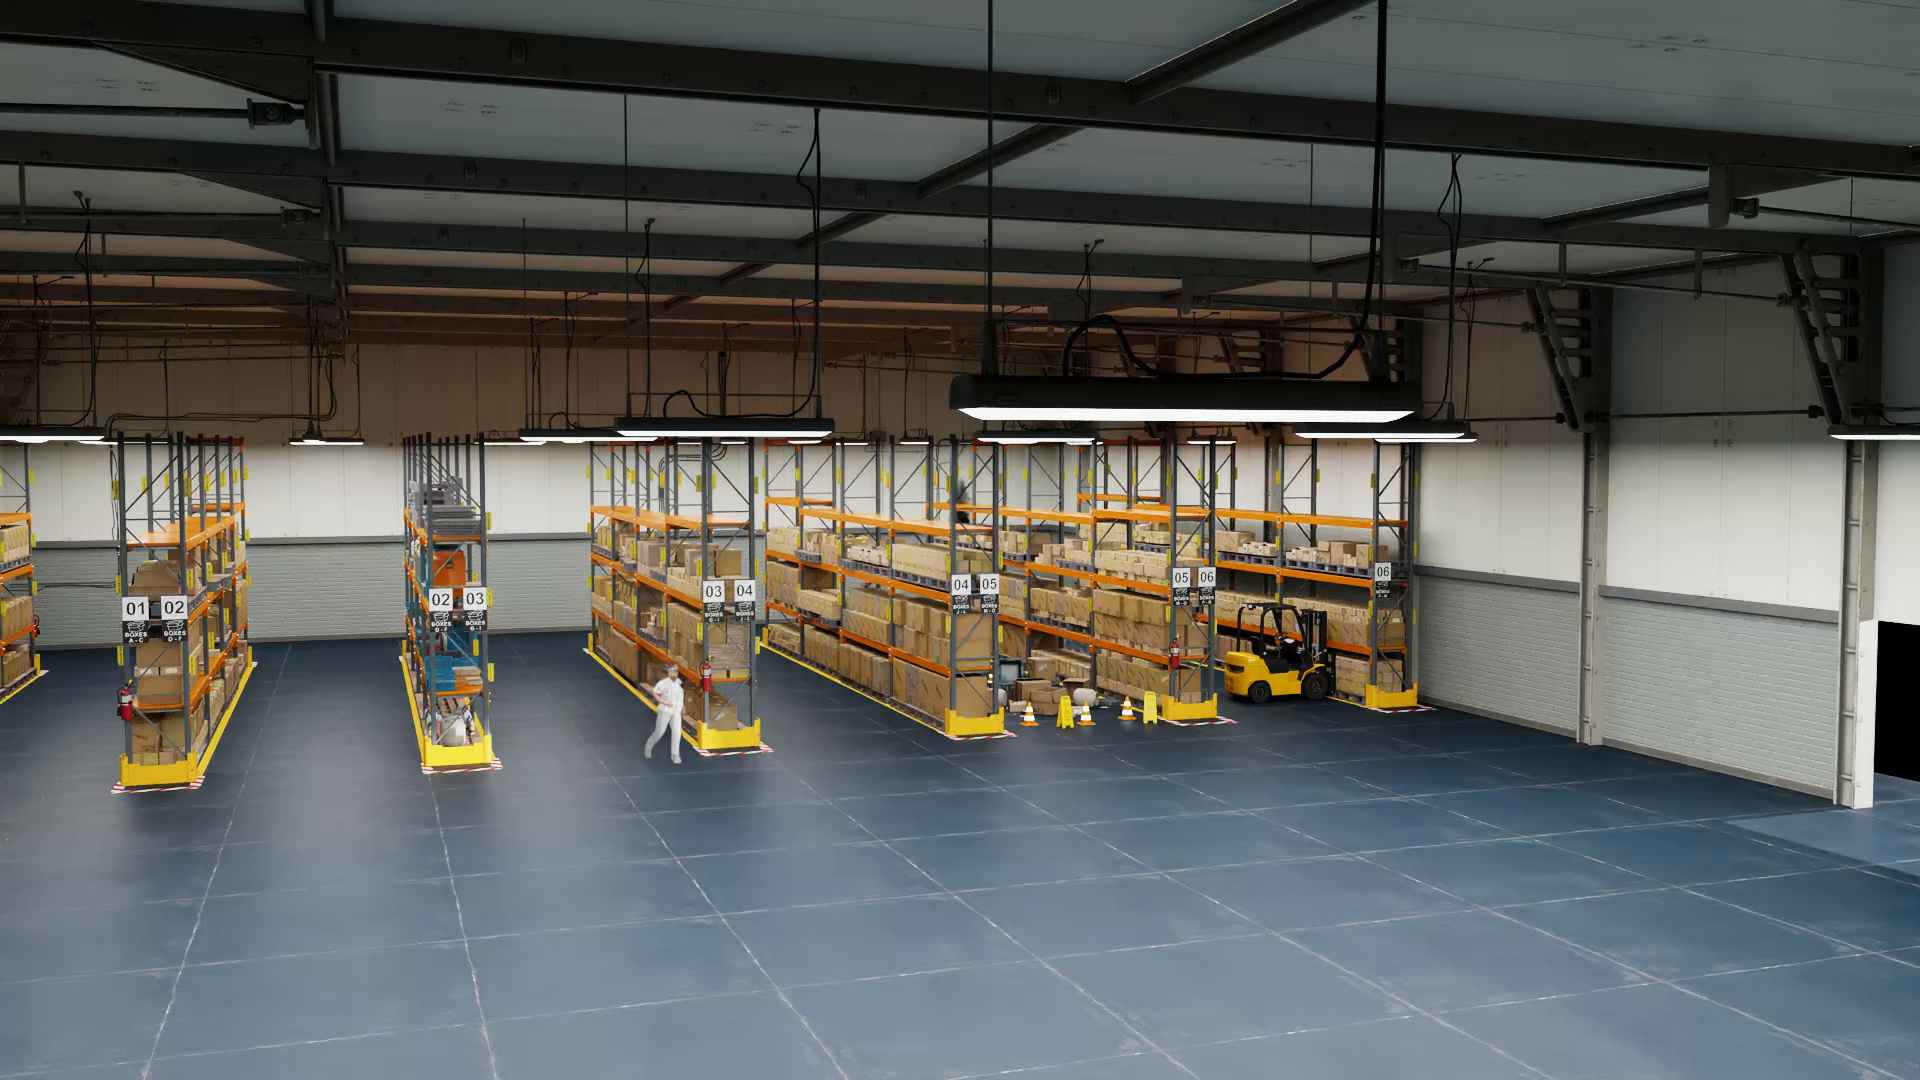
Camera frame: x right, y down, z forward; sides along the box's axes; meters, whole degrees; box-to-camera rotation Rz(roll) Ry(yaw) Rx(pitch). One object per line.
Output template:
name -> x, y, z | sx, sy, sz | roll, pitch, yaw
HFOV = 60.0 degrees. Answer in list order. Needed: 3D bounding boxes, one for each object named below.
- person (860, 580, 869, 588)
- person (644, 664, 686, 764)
person -> -2.866, 2.053, 50.709 | 0.714, 1.758, 0.657 | -1, 3, -22
person -> -5.296, 3.151, 30.458 | 0.737, 1.764, 0.965 | -3, 4, -42
